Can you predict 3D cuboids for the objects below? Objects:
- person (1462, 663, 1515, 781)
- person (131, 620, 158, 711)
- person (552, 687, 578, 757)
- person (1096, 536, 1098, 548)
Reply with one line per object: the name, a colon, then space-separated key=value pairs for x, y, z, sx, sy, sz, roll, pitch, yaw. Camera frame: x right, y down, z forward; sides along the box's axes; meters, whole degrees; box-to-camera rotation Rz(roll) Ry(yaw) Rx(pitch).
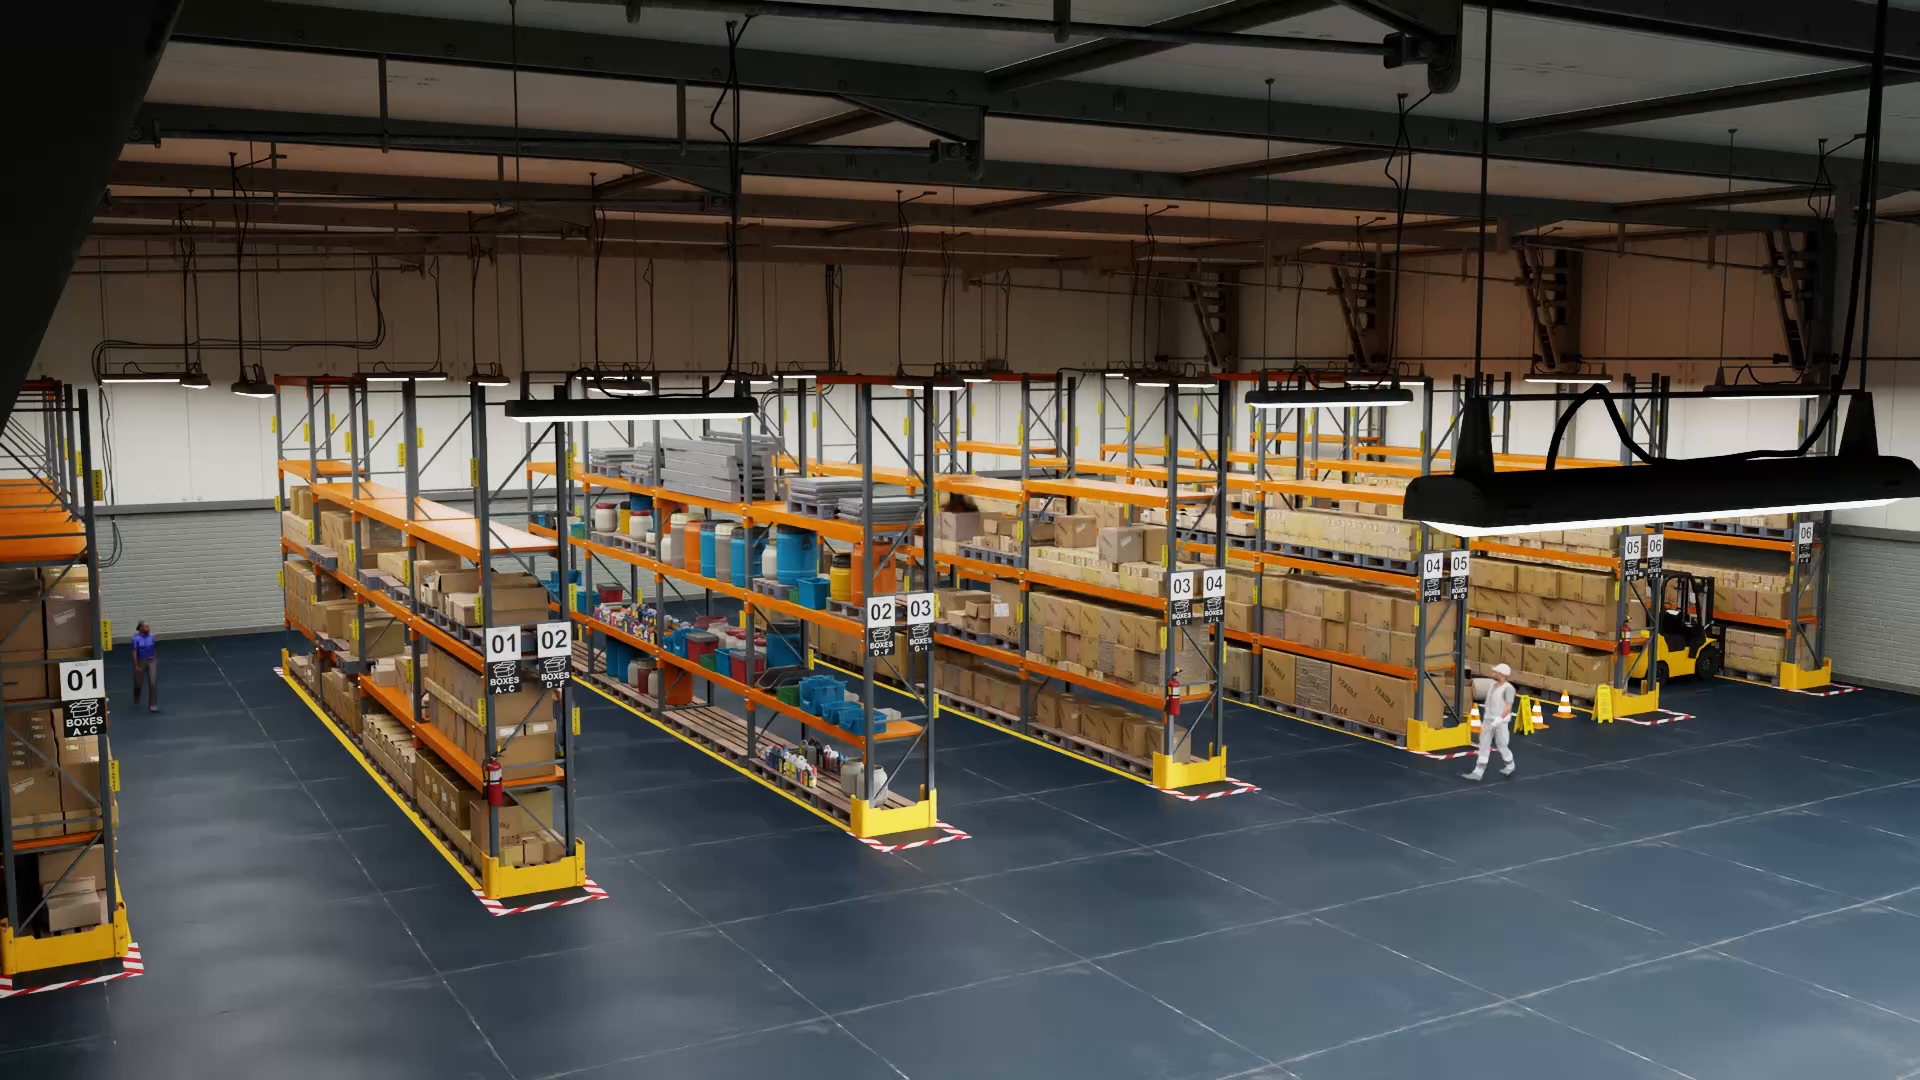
person: x=8.017 y=2.735 z=24.997 sx=0.939 sy=1.745 sz=0.568 roll=-4 pitch=7 yaw=-32
person: x=-14.669 y=2.295 z=29.911 sx=0.415 sy=1.516 sz=0.665 roll=-4 pitch=7 yaw=-33
person: x=-6.331 y=2.578 z=26.510 sx=0.530 sy=1.787 sz=0.585 roll=3 pitch=7 yaw=23
person: x=3.938 y=0.236 z=47.484 sx=0.597 sy=1.775 sz=0.523 roll=5 pitch=8 yaw=41
